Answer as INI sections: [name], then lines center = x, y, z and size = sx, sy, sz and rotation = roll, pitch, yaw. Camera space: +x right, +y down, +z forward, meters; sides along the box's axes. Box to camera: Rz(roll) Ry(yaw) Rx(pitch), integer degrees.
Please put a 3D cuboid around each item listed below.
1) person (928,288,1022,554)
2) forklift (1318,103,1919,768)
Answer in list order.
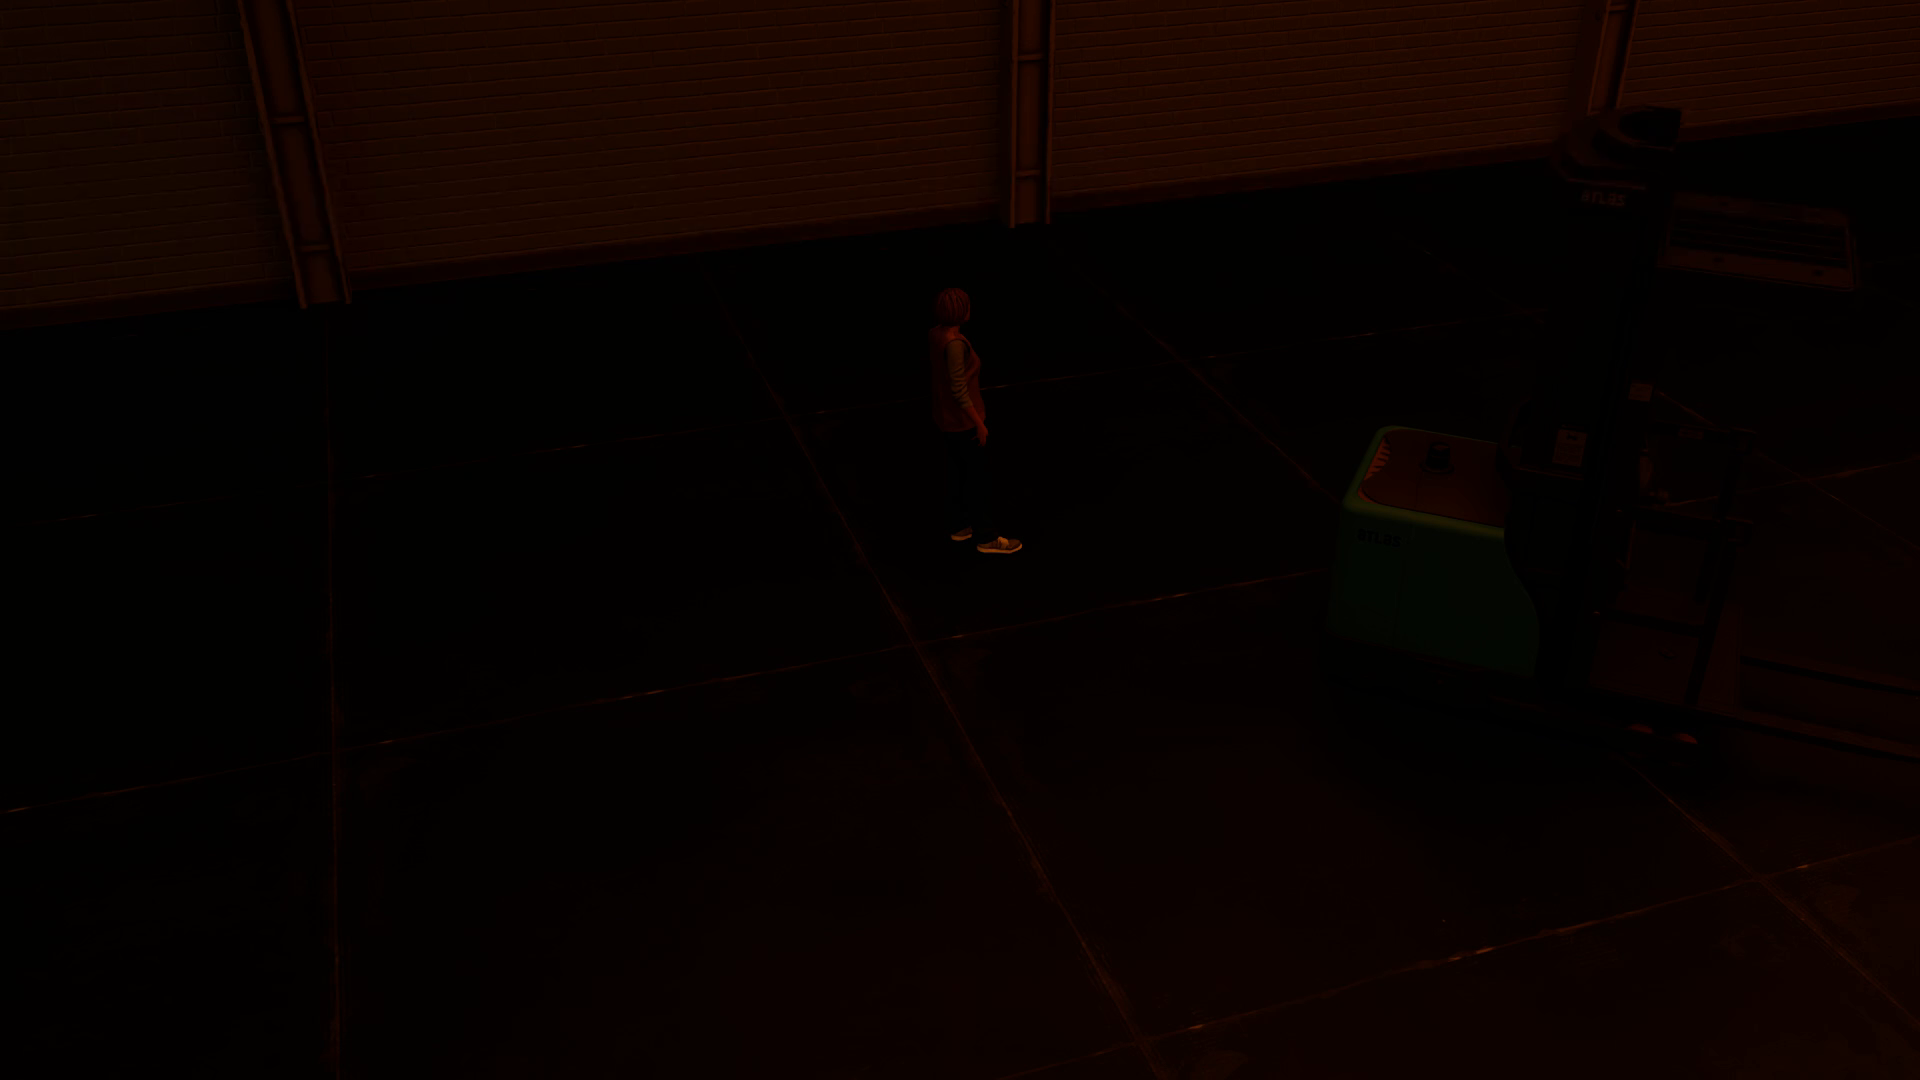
[person]
center = 0.074, -0.704, 9.632
size = 0.476, 1.597, 0.520
rotation = -10, 31, -16
[forklift]
center = 3.449, -0.464, 7.893
size = 3.031, 2.935, 1.130
rotation = 12, 32, 20
